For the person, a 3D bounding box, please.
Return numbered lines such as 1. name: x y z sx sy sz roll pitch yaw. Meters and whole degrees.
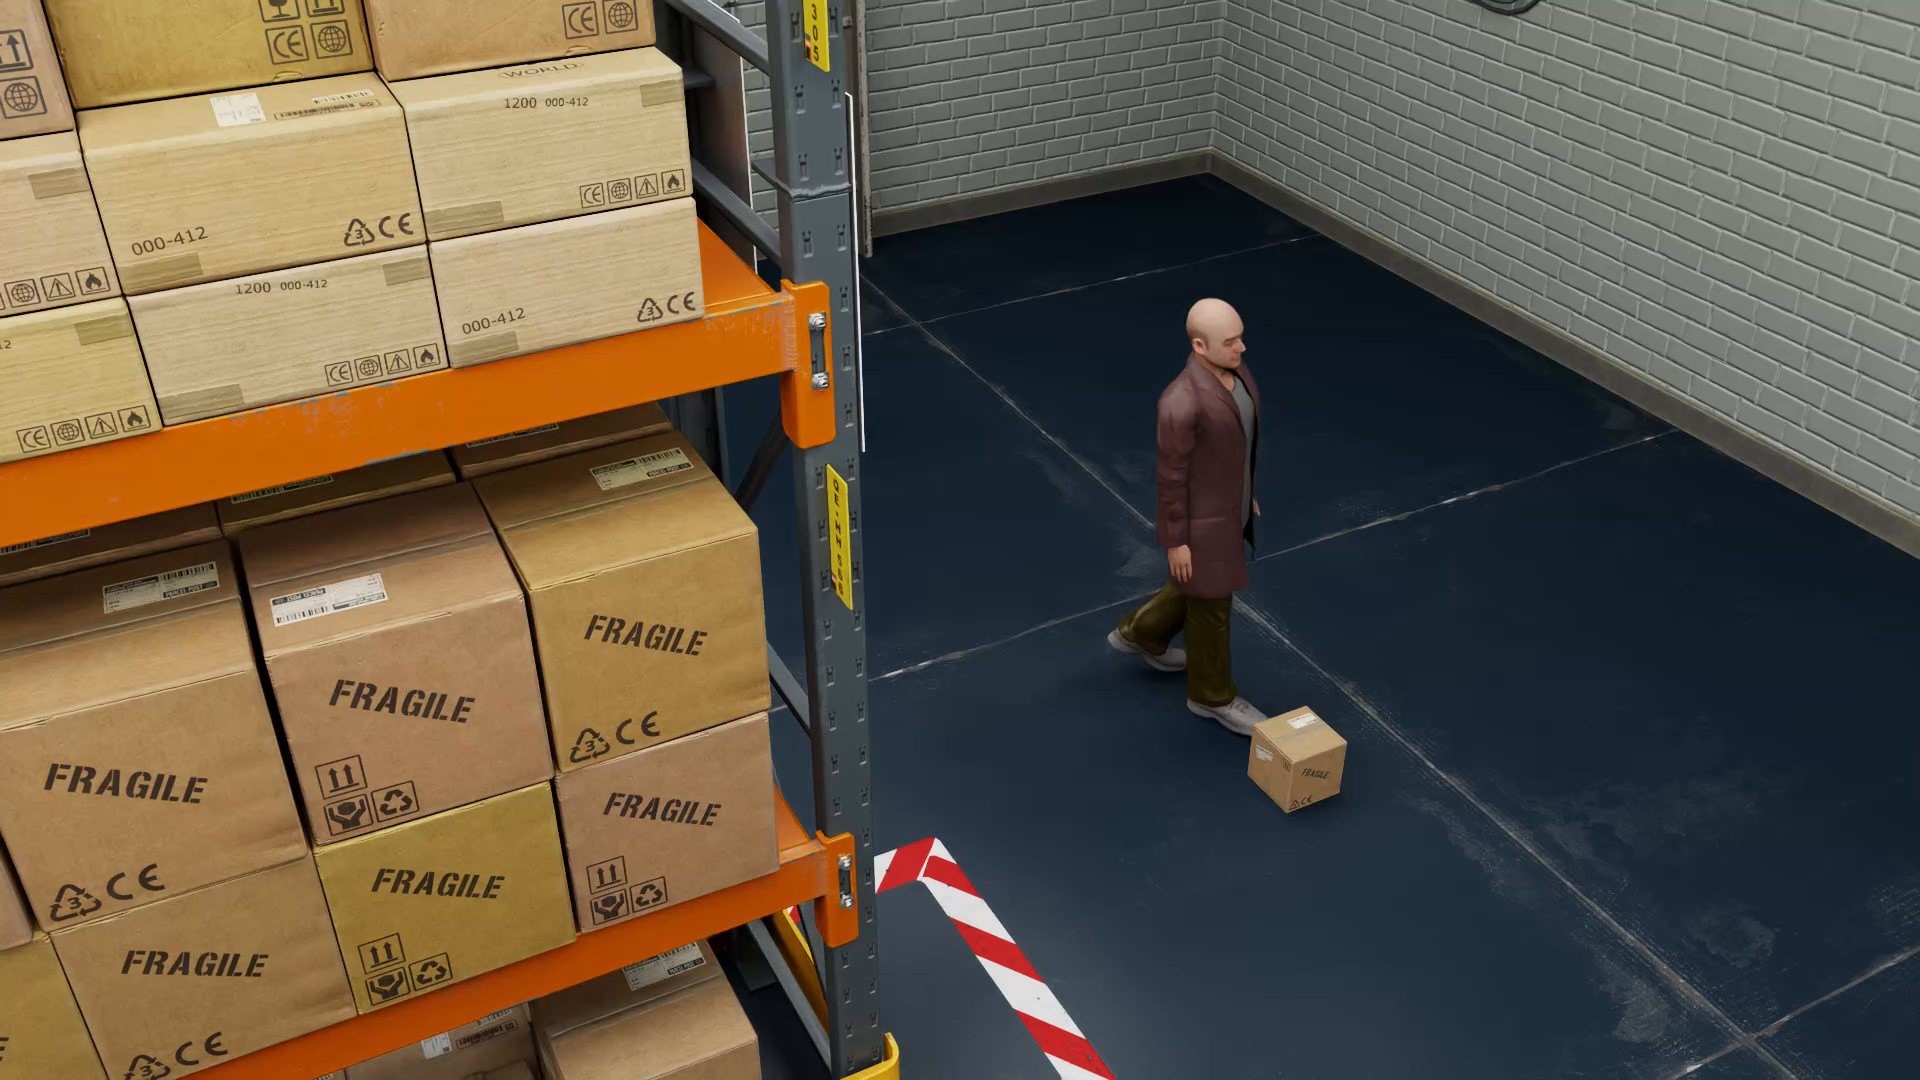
1. person: 0.928 -0.102 6.299 0.757 1.773 0.602 16 36 23
